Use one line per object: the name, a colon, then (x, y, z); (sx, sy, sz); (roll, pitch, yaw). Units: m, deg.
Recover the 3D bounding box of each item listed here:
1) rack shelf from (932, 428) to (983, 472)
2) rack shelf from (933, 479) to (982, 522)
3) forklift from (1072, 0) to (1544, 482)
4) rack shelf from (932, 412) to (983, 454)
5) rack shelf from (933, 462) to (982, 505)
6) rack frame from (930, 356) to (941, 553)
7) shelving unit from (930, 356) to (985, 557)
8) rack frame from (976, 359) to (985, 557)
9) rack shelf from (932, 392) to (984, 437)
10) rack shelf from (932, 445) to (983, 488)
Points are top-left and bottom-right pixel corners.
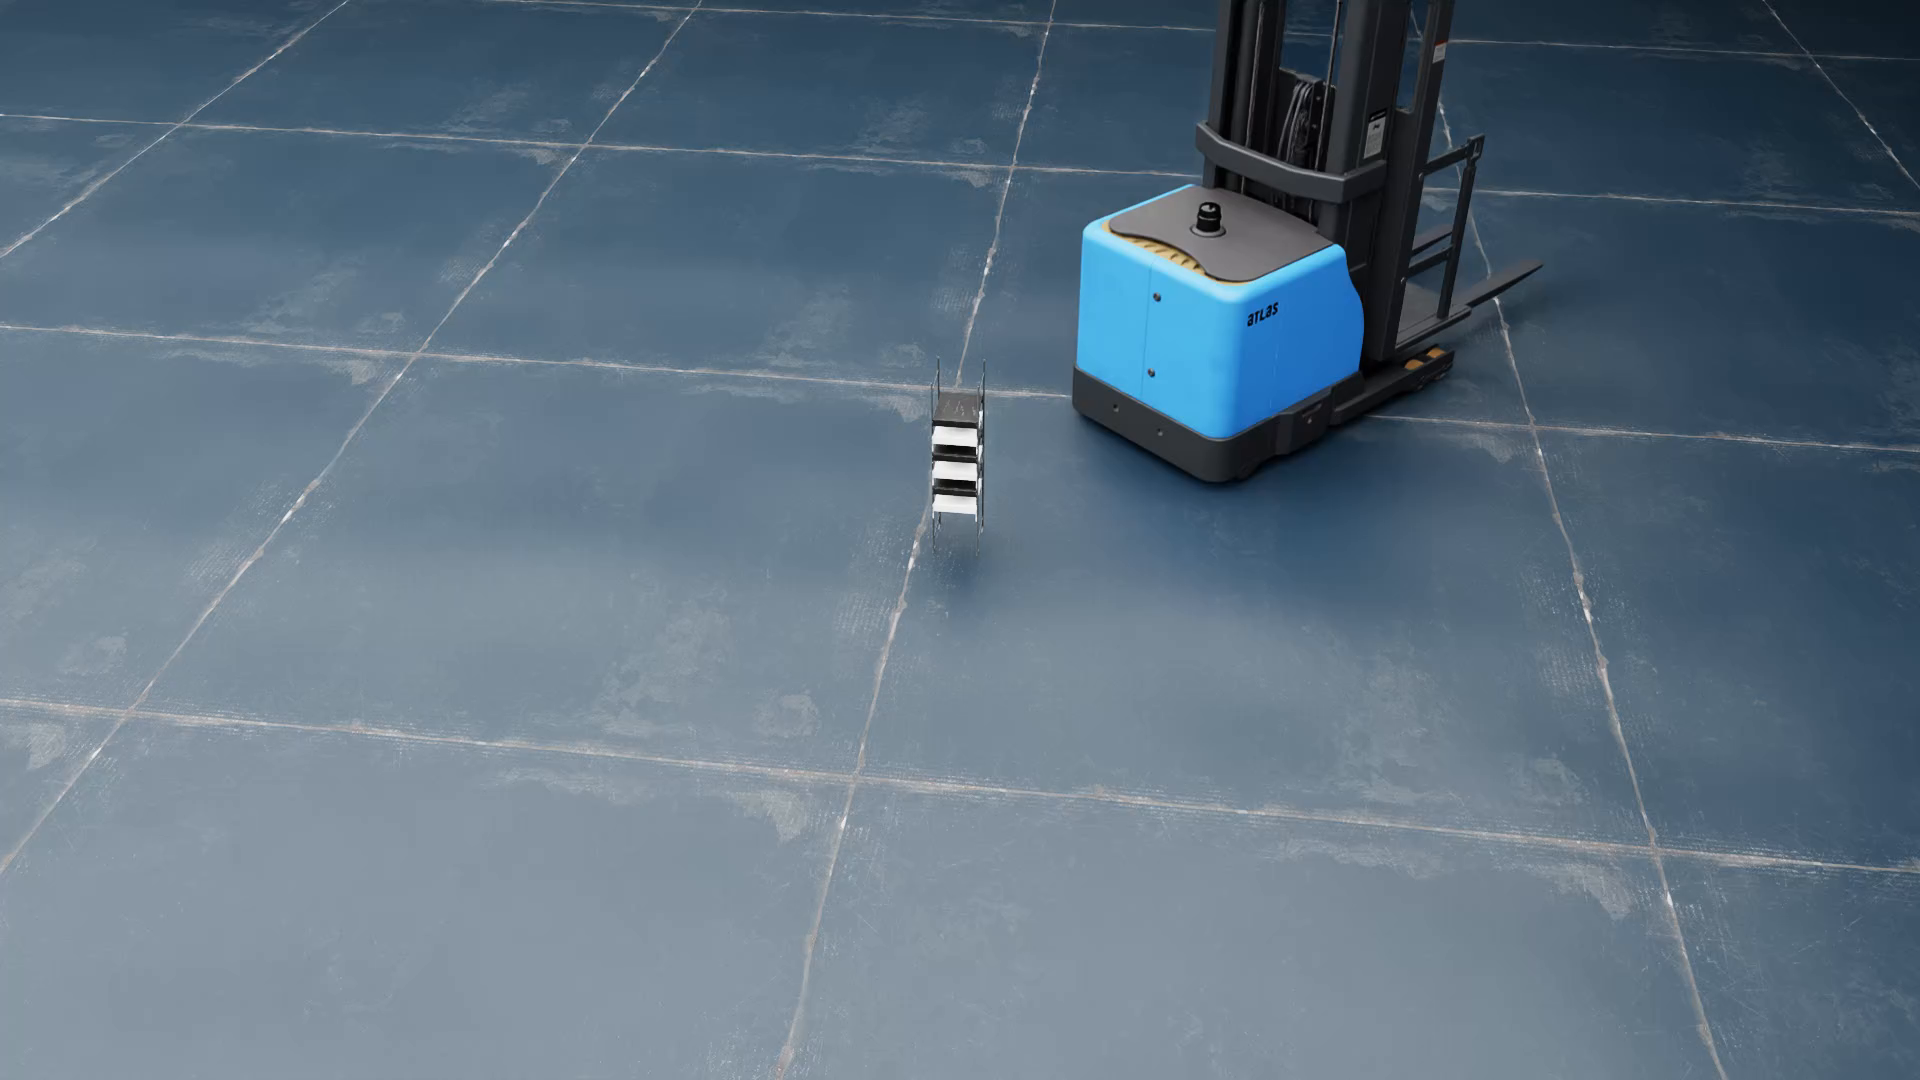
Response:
rack shelf: (-0.008, -0.413, 7.457); (0.200, 0.077, 0.258); (4, 36, 6)
rack shelf: (-0.008, -0.193, 7.613); (0.200, 0.077, 0.258); (4, 36, 6)
forklift: (2.023, -2.193, 8.299); (3.031, 2.935, 1.130); (-27, 43, -32)
rack shelf: (-0.008, -0.486, 7.404); (0.200, 0.077, 0.258); (4, 36, 6)
rack shelf: (-0.008, -0.267, 7.561); (0.200, 0.077, 0.258); (4, 36, 6)
rack frame: (-0.109, -0.374, 7.500); (0.006, 0.900, 0.240); (4, 36, 6)
shelving unit: (-0.008, -0.367, 7.489); (0.210, 0.900, 0.258); (4, 36, 6)
rack frame: (0.093, -0.359, 7.479); (0.006, 0.900, 0.240); (4, 36, 6)
rack shelf: (-0.008, -0.560, 7.352); (0.200, 0.077, 0.258); (4, 36, 6)
rack shelf: (-0.008, -0.340, 7.509); (0.200, 0.077, 0.258); (4, 36, 6)
